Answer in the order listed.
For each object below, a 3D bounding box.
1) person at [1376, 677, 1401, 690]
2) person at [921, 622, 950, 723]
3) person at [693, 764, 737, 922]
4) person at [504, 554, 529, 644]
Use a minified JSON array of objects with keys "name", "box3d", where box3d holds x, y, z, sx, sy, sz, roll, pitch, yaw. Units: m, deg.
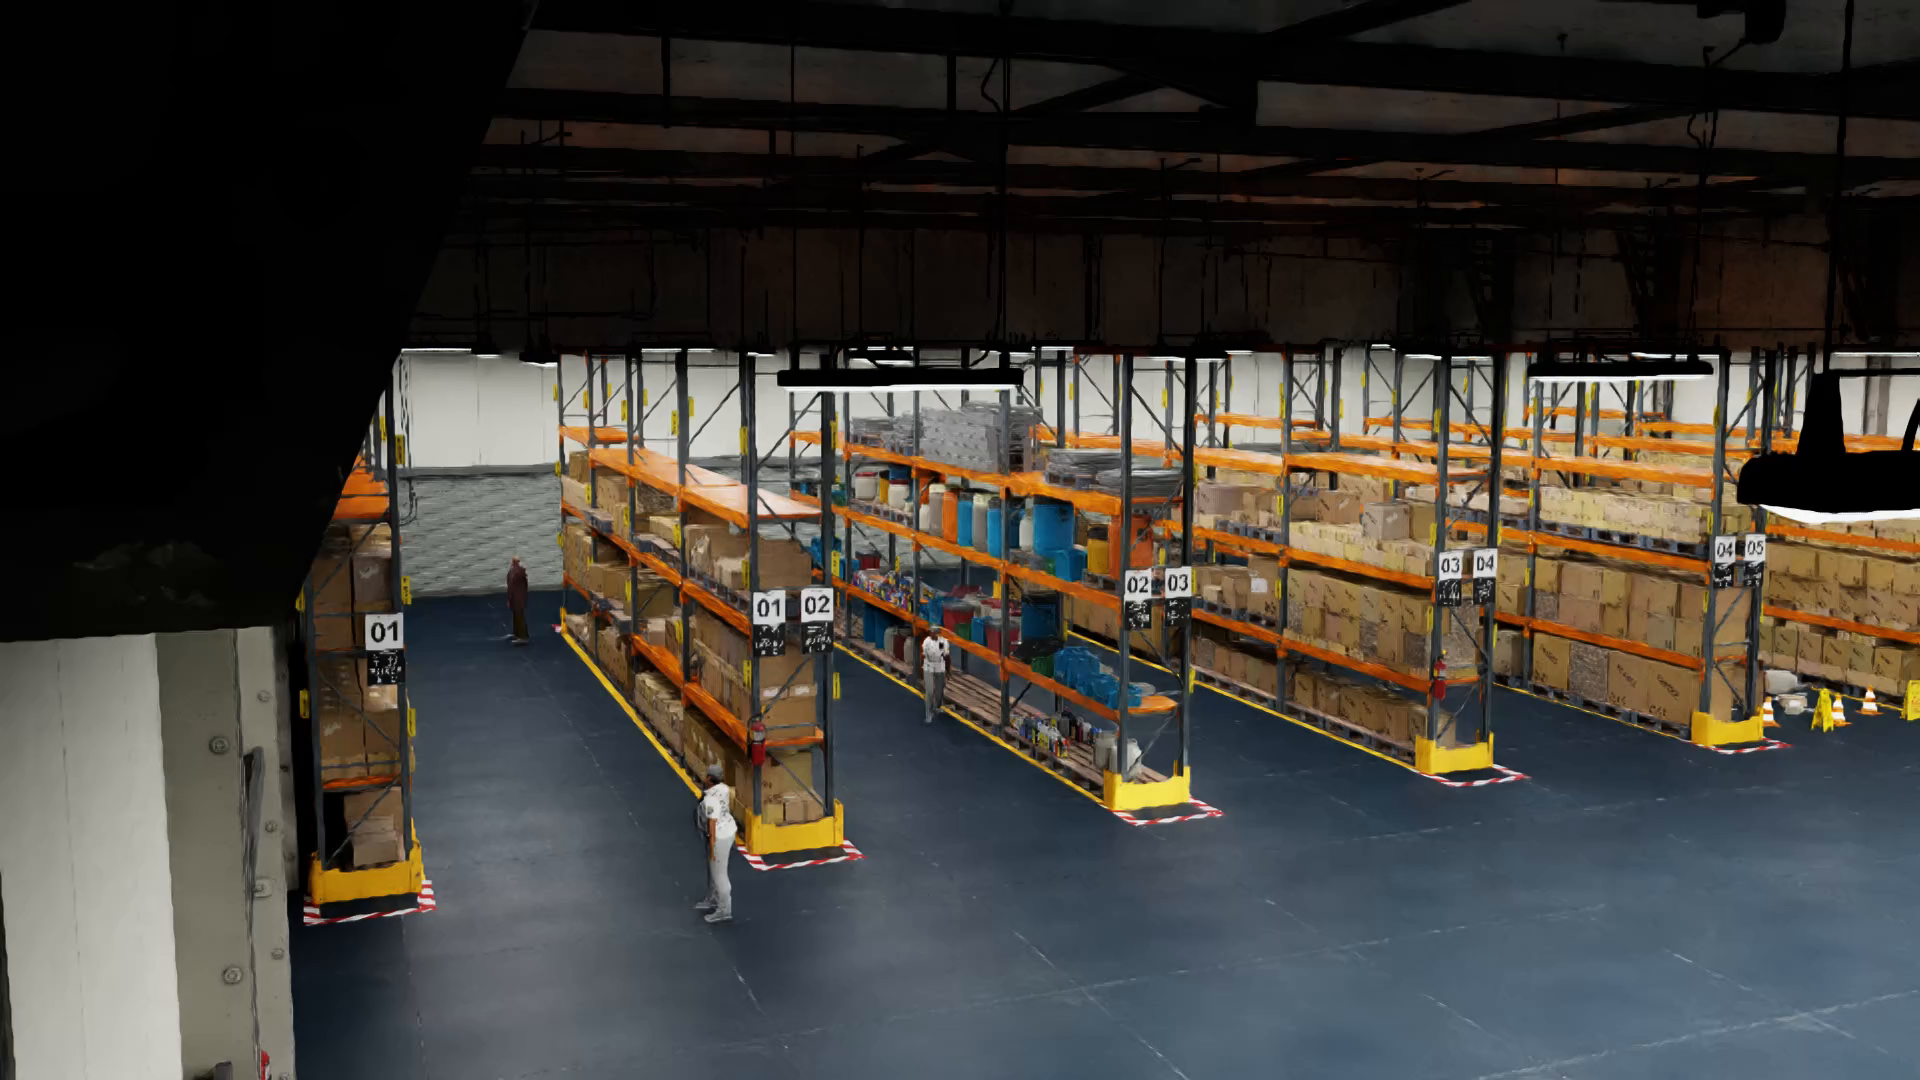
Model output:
[{"name":"person","box3d":[7.596,1.840,29.098,0.639,1.631,0.508,-3,8,-23]},{"name":"person","box3d":[-0.396,2.099,26.942,0.474,1.629,0.915,-1,7,-5]},{"name":"person","box3d":[-2.663,3.232,17.924,0.481,1.666,0.523,1,7,8]},{"name":"person","box3d":[-8.987,1.169,33.591,0.636,1.775,0.677,1,7,8]}]
